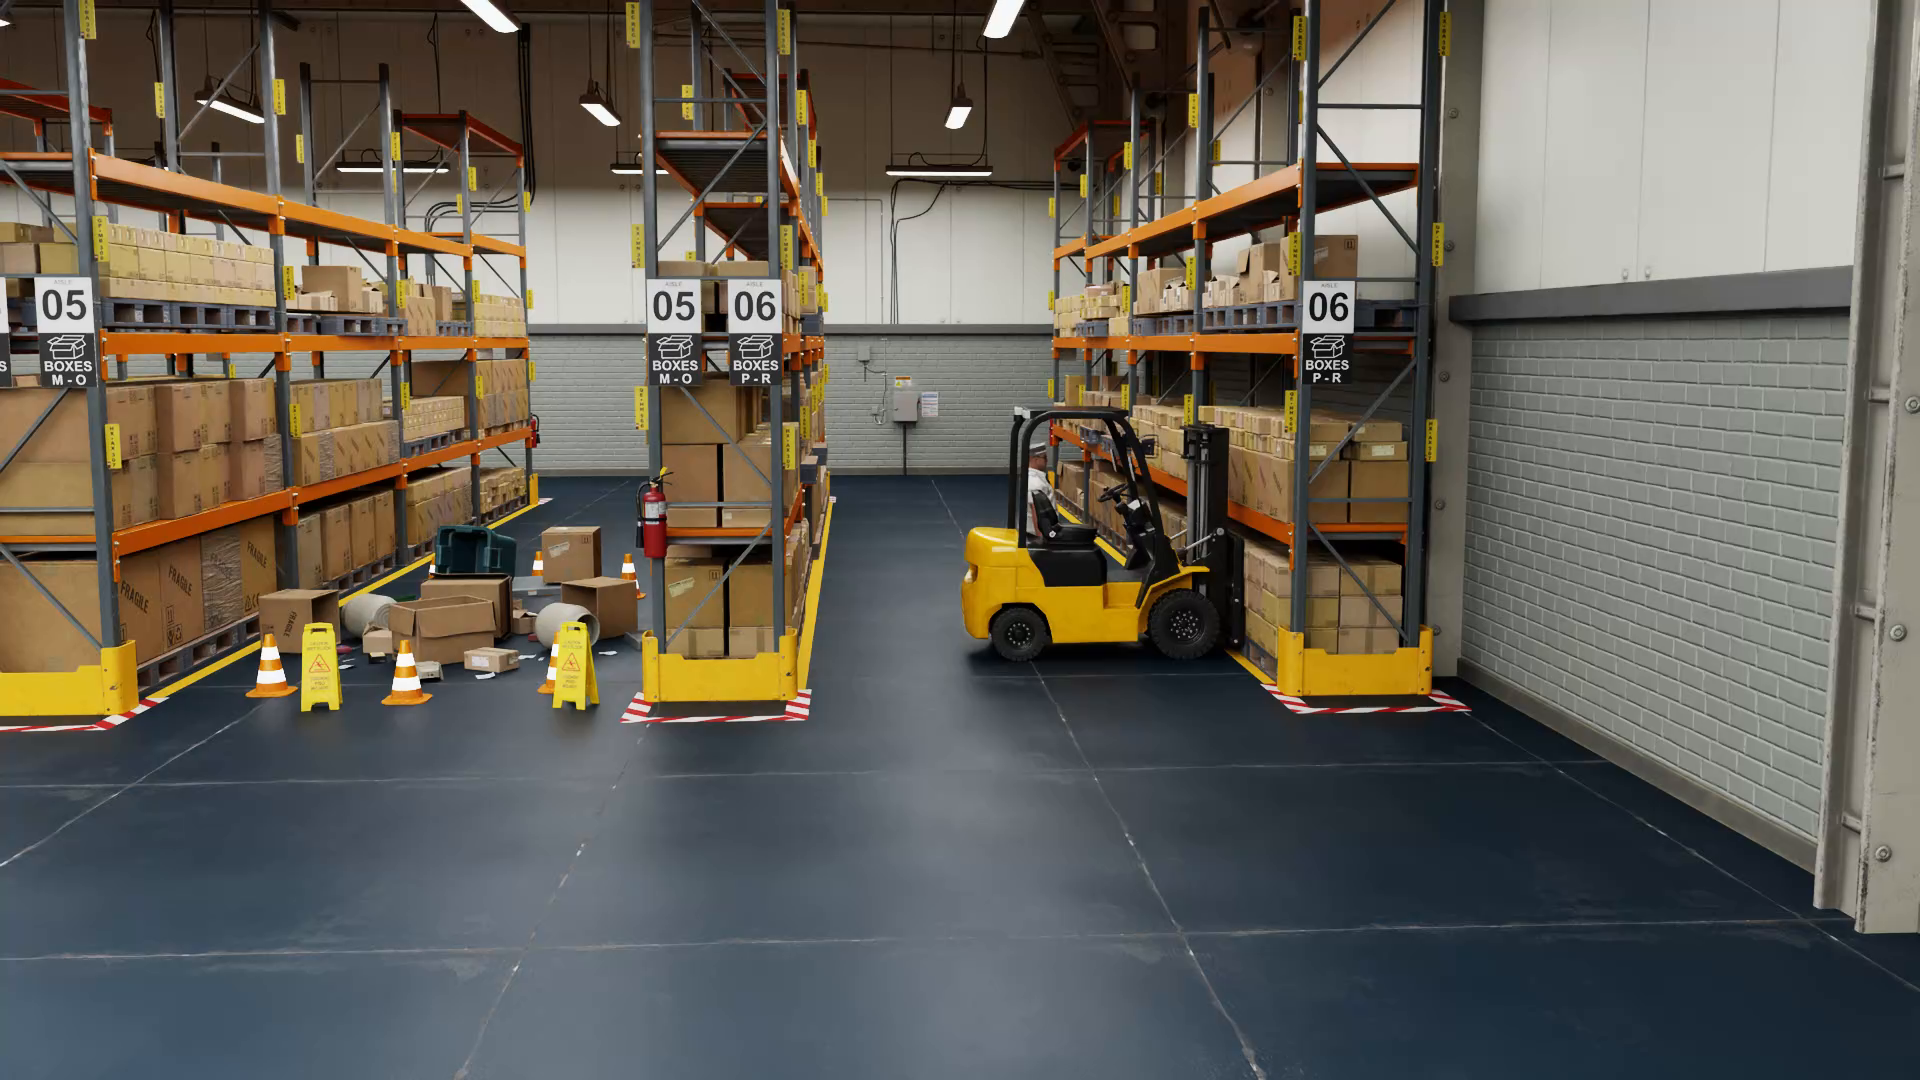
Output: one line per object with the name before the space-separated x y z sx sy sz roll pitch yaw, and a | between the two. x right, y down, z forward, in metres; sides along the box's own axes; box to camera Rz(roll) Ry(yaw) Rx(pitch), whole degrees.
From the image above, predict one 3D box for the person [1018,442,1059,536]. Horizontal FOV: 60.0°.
person | 0.782 -0.075 16.364 0.420 1.777 0.526 0 7 -2
